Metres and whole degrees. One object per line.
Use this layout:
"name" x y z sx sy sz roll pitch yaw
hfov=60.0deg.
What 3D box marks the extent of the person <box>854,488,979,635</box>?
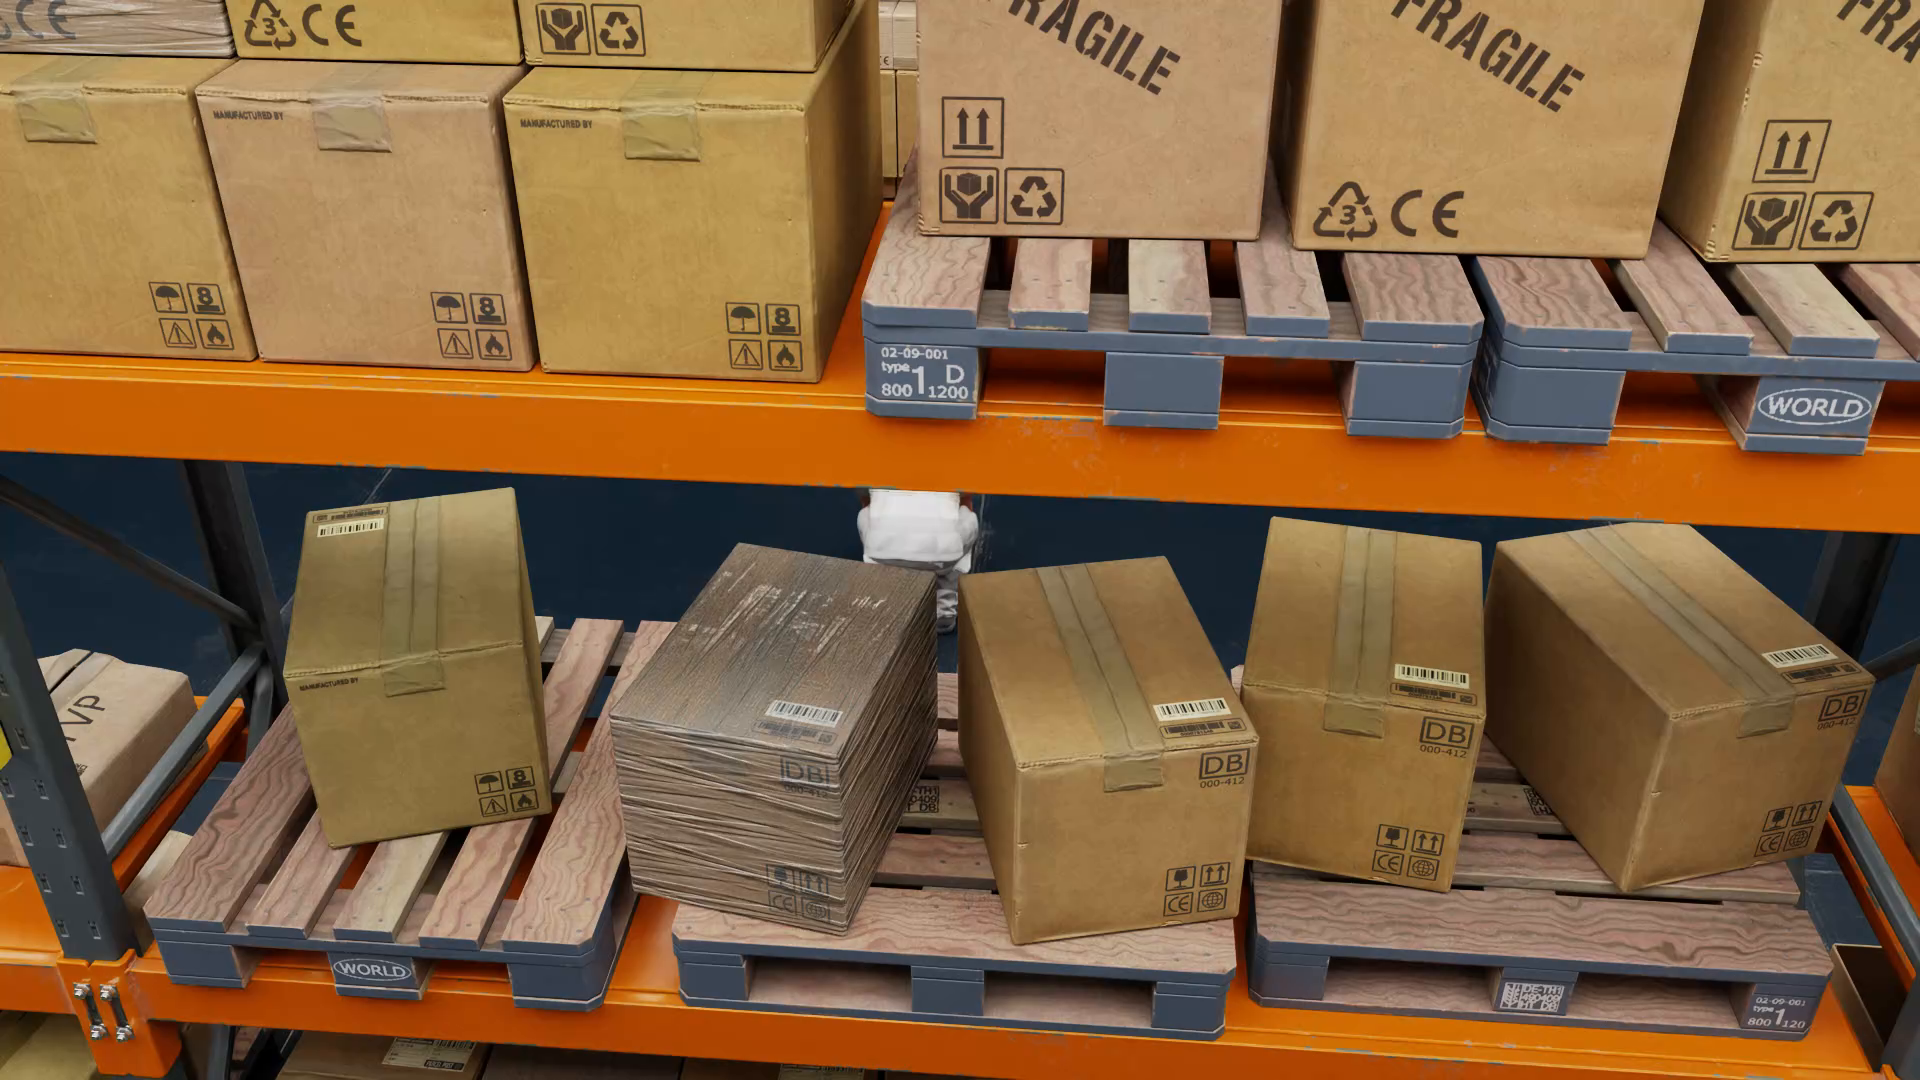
"person" -0.202 -0.121 7.154 0.570 0.907 0.887 2 32 4
